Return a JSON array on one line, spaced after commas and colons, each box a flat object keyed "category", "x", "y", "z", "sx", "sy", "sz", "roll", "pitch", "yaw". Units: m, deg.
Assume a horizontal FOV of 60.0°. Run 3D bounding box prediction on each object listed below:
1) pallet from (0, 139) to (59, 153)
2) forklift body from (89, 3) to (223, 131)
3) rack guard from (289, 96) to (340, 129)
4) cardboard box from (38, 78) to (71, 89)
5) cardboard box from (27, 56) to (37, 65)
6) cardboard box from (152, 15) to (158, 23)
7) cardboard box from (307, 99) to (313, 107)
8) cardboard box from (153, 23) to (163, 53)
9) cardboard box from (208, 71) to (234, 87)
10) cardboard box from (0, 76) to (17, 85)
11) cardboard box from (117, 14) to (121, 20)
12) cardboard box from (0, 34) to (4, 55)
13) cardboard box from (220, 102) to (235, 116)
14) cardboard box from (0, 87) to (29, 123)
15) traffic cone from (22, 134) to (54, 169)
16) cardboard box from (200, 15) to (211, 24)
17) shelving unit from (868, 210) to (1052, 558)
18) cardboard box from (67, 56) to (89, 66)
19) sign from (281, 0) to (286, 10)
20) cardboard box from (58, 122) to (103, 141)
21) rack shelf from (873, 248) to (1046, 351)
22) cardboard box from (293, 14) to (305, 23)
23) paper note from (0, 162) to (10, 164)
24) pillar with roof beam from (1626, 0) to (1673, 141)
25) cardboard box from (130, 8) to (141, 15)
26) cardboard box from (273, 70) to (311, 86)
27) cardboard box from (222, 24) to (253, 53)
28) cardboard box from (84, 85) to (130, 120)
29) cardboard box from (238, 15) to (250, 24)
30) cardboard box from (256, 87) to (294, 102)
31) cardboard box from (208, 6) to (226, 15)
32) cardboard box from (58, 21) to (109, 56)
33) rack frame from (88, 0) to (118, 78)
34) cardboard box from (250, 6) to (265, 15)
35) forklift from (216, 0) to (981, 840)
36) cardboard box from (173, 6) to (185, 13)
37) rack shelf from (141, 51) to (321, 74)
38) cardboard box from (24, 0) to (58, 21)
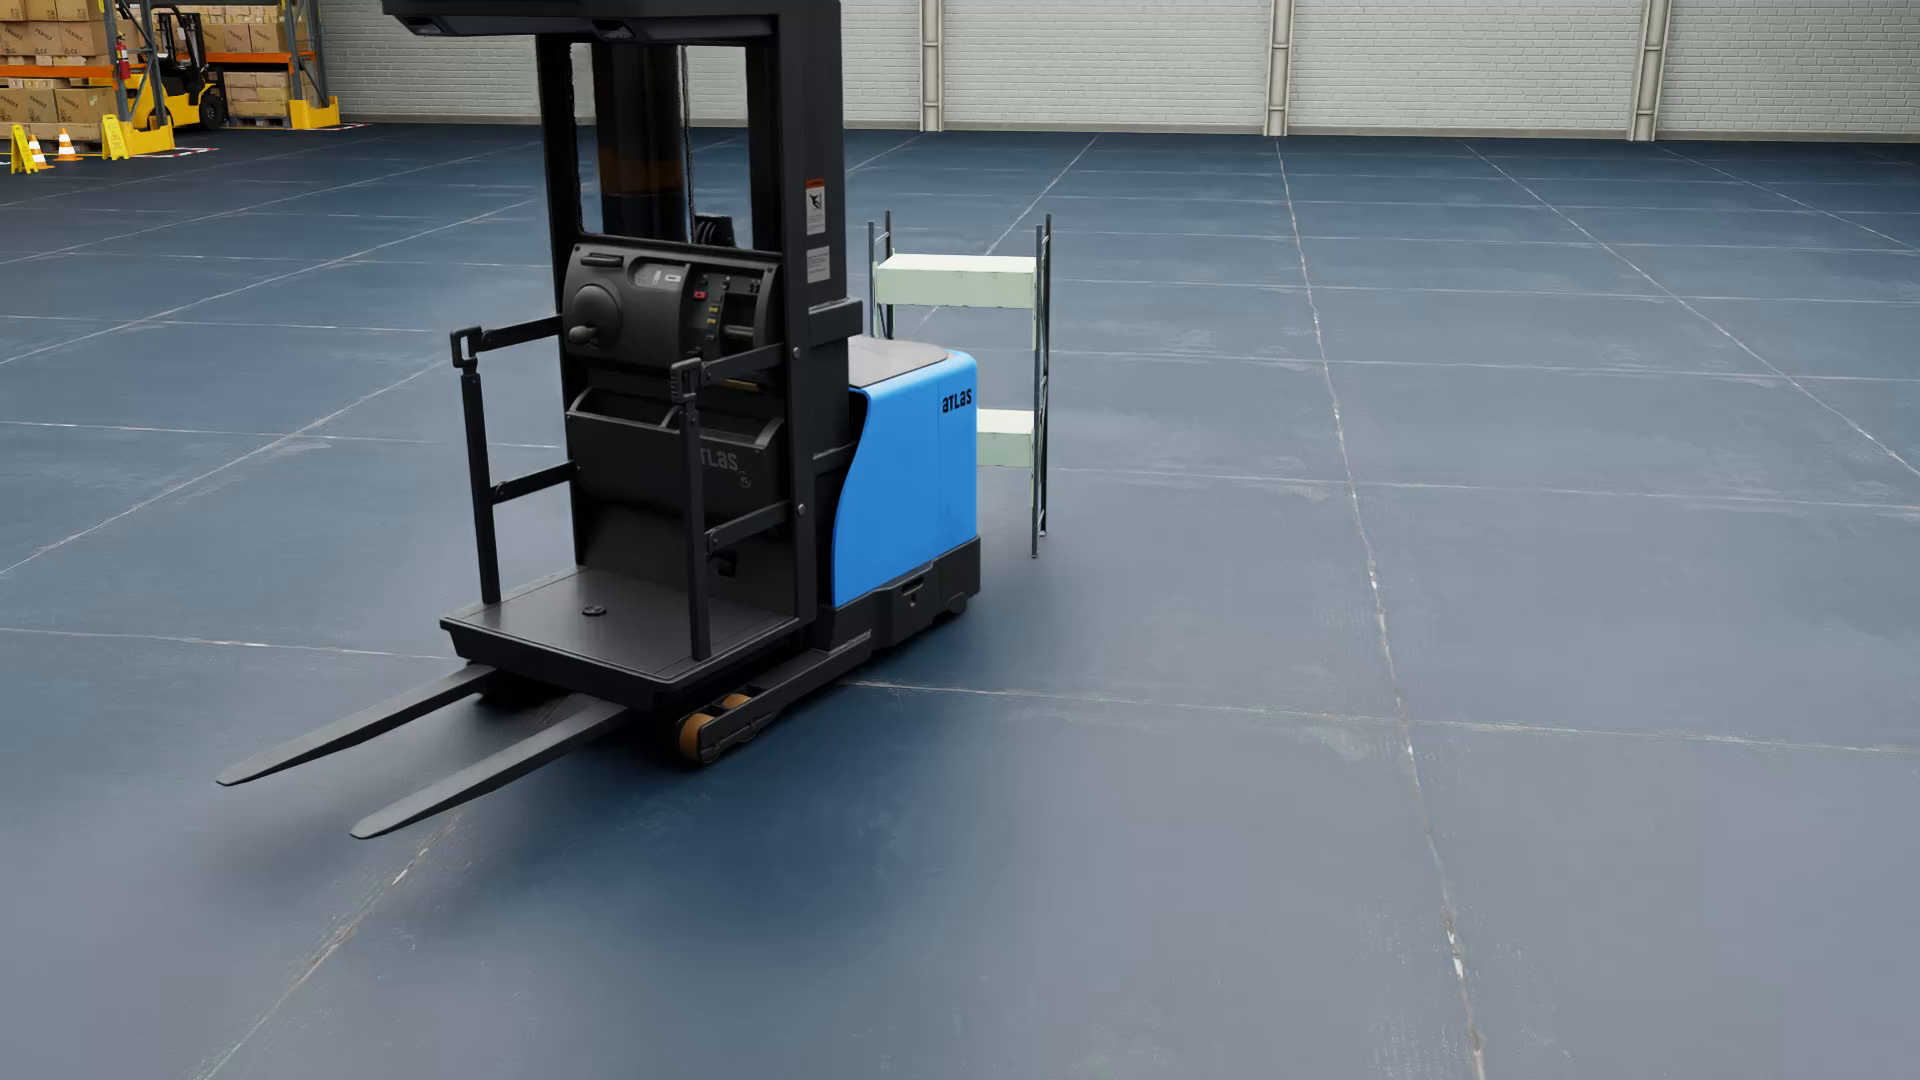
[{"category": "pallet", "x": -14.653, "y": -6.232, "z": 26.097, "sx": 1.213, "sy": 0.211, "sz": 1.003, "roll": 3, "pitch": 19, "yaw": 9}, {"category": "forklift body", "x": -13.959, "y": -8.114, "z": 28.662, "sx": 1.214, "sy": 2.155, "sz": 2.313, "roll": 3, "pitch": 19, "yaw": 9}, {"category": "rack guard", "x": -11.773, "y": -7.806, "z": 30.343, "sx": 0.348, "sy": 0.500, "sz": 1.175, "roll": 3, "pitch": 19, "yaw": 9}, {"category": "cardboard box", "x": -13.786, "y": -6.951, "z": 25.319, "sx": 0.250, "sy": 0.149, "sz": 0.380, "roll": 3, "pitch": 19, "yaw": 10}, {"category": "cardboard box", "x": -13.991, "y": -7.328, "z": 25.372, "sx": 0.250, "sy": 0.149, "sz": 0.380, "roll": 3, "pitch": 19, "yaw": 9}, {"category": "cardboard box", "x": -14.465, "y": -9.384, "z": 29.941, "sx": 0.250, "sy": 0.149, "sz": 0.380, "roll": 3, "pitch": 19, "yaw": 8}, {"category": "cardboard box", "x": -12.251, "y": -7.973, "z": 30.577, "sx": 0.500, "sy": 0.250, "sz": 0.500, "roll": 3, "pitch": 19, "yaw": 9}, {"category": "cardboard box", "x": -14.333, "y": -9.091, "z": 30.087, "sx": 0.500, "sy": 0.500, "sz": 0.500, "roll": 3, "pitch": 19, "yaw": 8}, {"category": "cardboard box", "x": -13.306, "y": -8.333, "z": 30.077, "sx": 0.500, "sy": 0.250, "sz": 0.500, "roll": 3, "pitch": 19, "yaw": 9}, {"category": "cardboard box", "x": -17.771, "y": -8.368, "z": 31.165, "sx": 0.625, "sy": 0.625, "sz": 0.875, "roll": 2, "pitch": 19, "yaw": 6}, {"category": "cardboard box", "x": -15.217, "y": -9.437, "z": 30.102, "sx": 0.250, "sy": 0.149, "sz": 0.380, "roll": 3, "pitch": 19, "yaw": 10}, {"category": "cardboard box", "x": -14.645, "y": -7.651, "z": 25.315, "sx": 0.500, "sy": 0.500, "sz": 0.500, "roll": 3, "pitch": 19, "yaw": 9}, {"category": "cardboard box", "x": -13.293, "y": -7.868, "z": 30.262, "sx": 0.500, "sy": 0.250, "sz": 0.500, "roll": 3, "pitch": 19, "yaw": 9}, {"category": "cardboard box", "x": -14.426, "y": -6.699, "z": 25.587, "sx": 0.500, "sy": 0.500, "sz": 0.500, "roll": 2, "pitch": 19, "yaw": 7}, {"category": "traffic cone", "x": -13.050, "y": -5.486, "z": 23.471, "sx": 0.334, "sy": 0.463, "sz": 0.336, "roll": 3, "pitch": 19, "yaw": 9}, {"category": "cardboard box", "x": -13.454, "y": -9.334, "z": 29.792, "sx": 0.250, "sy": 0.149, "sz": 0.380, "roll": 3, "pitch": 19, "yaw": 9}, {"category": "shelving unit", "x": 0.007, "y": -0.711, "z": 7.564, "sx": 0.755, "sy": 1.500, "sz": 0.431, "roll": 3, "pitch": 19, "yaw": 9}, {"category": "cardboard box", "x": -13.252, "y": -7.248, "z": 25.132, "sx": 0.250, "sy": 0.149, "sz": 0.380, "roll": 3, "pitch": 19, "yaw": 8}, {"category": "sign", "x": -11.897, "y": -9.484, "z": 29.223, "sx": 0.005, "sy": 0.325, "sz": 0.100, "roll": 3, "pitch": 19, "yaw": 9}, {"category": "cardboard box", "x": -13.445, "y": -6.290, "z": 25.545, "sx": 0.500, "sy": 0.250, "sz": 0.500, "roll": 3, "pitch": 19, "yaw": 8}, {"category": "rack shelf", "x": 0.007, "y": -1.081, "z": 7.440, "sx": 0.720, "sy": 0.370, "sz": 0.431, "roll": 3, "pitch": 19, "yaw": 9}, {"category": "cardboard box", "x": -12.091, "y": -9.445, "z": 30.126, "sx": 0.250, "sy": 0.149, "sz": 0.380, "roll": 2, "pitch": 19, "yaw": 7}, {"category": "paper note", "x": -13.830, "y": -5.453, "z": 24.052, "sx": 0.142, "sy": 0.019, "sz": 0.148, "roll": -3, "pitch": 19, "yaw": -10}, {"category": "pillar with roof beam", "x": 10.672, "y": -9.598, "z": 22.306, "sx": 0.400, "sy": 9.000, "sz": 9.100, "roll": 3, "pitch": 19, "yaw": 9}, {"category": "cardboard box", "x": -14.715, "y": -9.541, "z": 29.941, "sx": 0.250, "sy": 0.149, "sz": 0.380, "roll": 3, "pitch": 19, "yaw": 10}, {"category": "cardboard box", "x": -12.242, "y": -8.445, "z": 30.411, "sx": 0.500, "sy": 0.250, "sz": 0.500, "roll": 3, "pitch": 19, "yaw": 8}, {"category": "cardboard box", "x": -12.835, "y": -9.011, "z": 29.849, "sx": 0.500, "sy": 0.500, "sz": 0.500, "roll": 4, "pitch": 19, "yaw": 10}, {"category": "cardboard box", "x": -13.357, "y": -6.816, "z": 25.936, "sx": 0.500, "sy": 0.500, "sz": 0.500, "roll": 2, "pitch": 19, "yaw": 7}, {"category": "cardboard box", "x": -12.687, "y": -9.313, "z": 29.728, "sx": 0.250, "sy": 0.149, "sz": 0.380, "roll": 3, "pitch": 19, "yaw": 10}, {"category": "cardboard box", "x": -12.327, "y": -8.051, "z": 30.021, "sx": 0.500, "sy": 0.250, "sz": 0.500, "roll": 3, "pitch": 19, "yaw": 8}, {"category": "cardboard box", "x": -13.204, "y": -9.462, "z": 29.705, "sx": 0.250, "sy": 0.149, "sz": 0.380, "roll": 3, "pitch": 19, "yaw": 10}, {"category": "cardboard box", "x": -13.160, "y": -7.566, "z": 25.063, "sx": 0.500, "sy": 0.500, "sz": 0.500, "roll": 3, "pitch": 19, "yaw": 8}, {"category": "rack frame", "x": -15.746, "y": -9.193, "z": 30.552, "sx": 0.127, "sy": 3.000, "sz": 1.000, "roll": 3, "pitch": 19, "yaw": 9}, {"category": "cardboard box", "x": -12.433, "y": -9.443, "z": 29.649, "sx": 0.250, "sy": 0.149, "sz": 0.380, "roll": 3, "pitch": 19, "yaw": 9}, {"category": "forklift", "x": -1.130, "y": -0.811, "z": 5.606, "sx": 1.130, "sy": 2.935, "sz": 3.031, "roll": 11, "pitch": 22, "yaw": 31}, {"category": "cardboard box", "x": -13.945, "y": -9.534, "z": 29.920, "sx": 0.250, "sy": 0.149, "sz": 0.380, "roll": 3, "pitch": 19, "yaw": 9}, {"category": "rack shelf", "x": -13.772, "y": -8.752, "z": 30.365, "sx": 4.000, "sy": 0.370, "sz": 1.077, "roll": 3, "pitch": 19, "yaw": 9}, {"category": "cardboard box", "x": -13.618, "y": -8.085, "z": 25.036, "sx": 0.500, "sy": 0.500, "sz": 0.700, "roll": 3, "pitch": 19, "yaw": 9}]
